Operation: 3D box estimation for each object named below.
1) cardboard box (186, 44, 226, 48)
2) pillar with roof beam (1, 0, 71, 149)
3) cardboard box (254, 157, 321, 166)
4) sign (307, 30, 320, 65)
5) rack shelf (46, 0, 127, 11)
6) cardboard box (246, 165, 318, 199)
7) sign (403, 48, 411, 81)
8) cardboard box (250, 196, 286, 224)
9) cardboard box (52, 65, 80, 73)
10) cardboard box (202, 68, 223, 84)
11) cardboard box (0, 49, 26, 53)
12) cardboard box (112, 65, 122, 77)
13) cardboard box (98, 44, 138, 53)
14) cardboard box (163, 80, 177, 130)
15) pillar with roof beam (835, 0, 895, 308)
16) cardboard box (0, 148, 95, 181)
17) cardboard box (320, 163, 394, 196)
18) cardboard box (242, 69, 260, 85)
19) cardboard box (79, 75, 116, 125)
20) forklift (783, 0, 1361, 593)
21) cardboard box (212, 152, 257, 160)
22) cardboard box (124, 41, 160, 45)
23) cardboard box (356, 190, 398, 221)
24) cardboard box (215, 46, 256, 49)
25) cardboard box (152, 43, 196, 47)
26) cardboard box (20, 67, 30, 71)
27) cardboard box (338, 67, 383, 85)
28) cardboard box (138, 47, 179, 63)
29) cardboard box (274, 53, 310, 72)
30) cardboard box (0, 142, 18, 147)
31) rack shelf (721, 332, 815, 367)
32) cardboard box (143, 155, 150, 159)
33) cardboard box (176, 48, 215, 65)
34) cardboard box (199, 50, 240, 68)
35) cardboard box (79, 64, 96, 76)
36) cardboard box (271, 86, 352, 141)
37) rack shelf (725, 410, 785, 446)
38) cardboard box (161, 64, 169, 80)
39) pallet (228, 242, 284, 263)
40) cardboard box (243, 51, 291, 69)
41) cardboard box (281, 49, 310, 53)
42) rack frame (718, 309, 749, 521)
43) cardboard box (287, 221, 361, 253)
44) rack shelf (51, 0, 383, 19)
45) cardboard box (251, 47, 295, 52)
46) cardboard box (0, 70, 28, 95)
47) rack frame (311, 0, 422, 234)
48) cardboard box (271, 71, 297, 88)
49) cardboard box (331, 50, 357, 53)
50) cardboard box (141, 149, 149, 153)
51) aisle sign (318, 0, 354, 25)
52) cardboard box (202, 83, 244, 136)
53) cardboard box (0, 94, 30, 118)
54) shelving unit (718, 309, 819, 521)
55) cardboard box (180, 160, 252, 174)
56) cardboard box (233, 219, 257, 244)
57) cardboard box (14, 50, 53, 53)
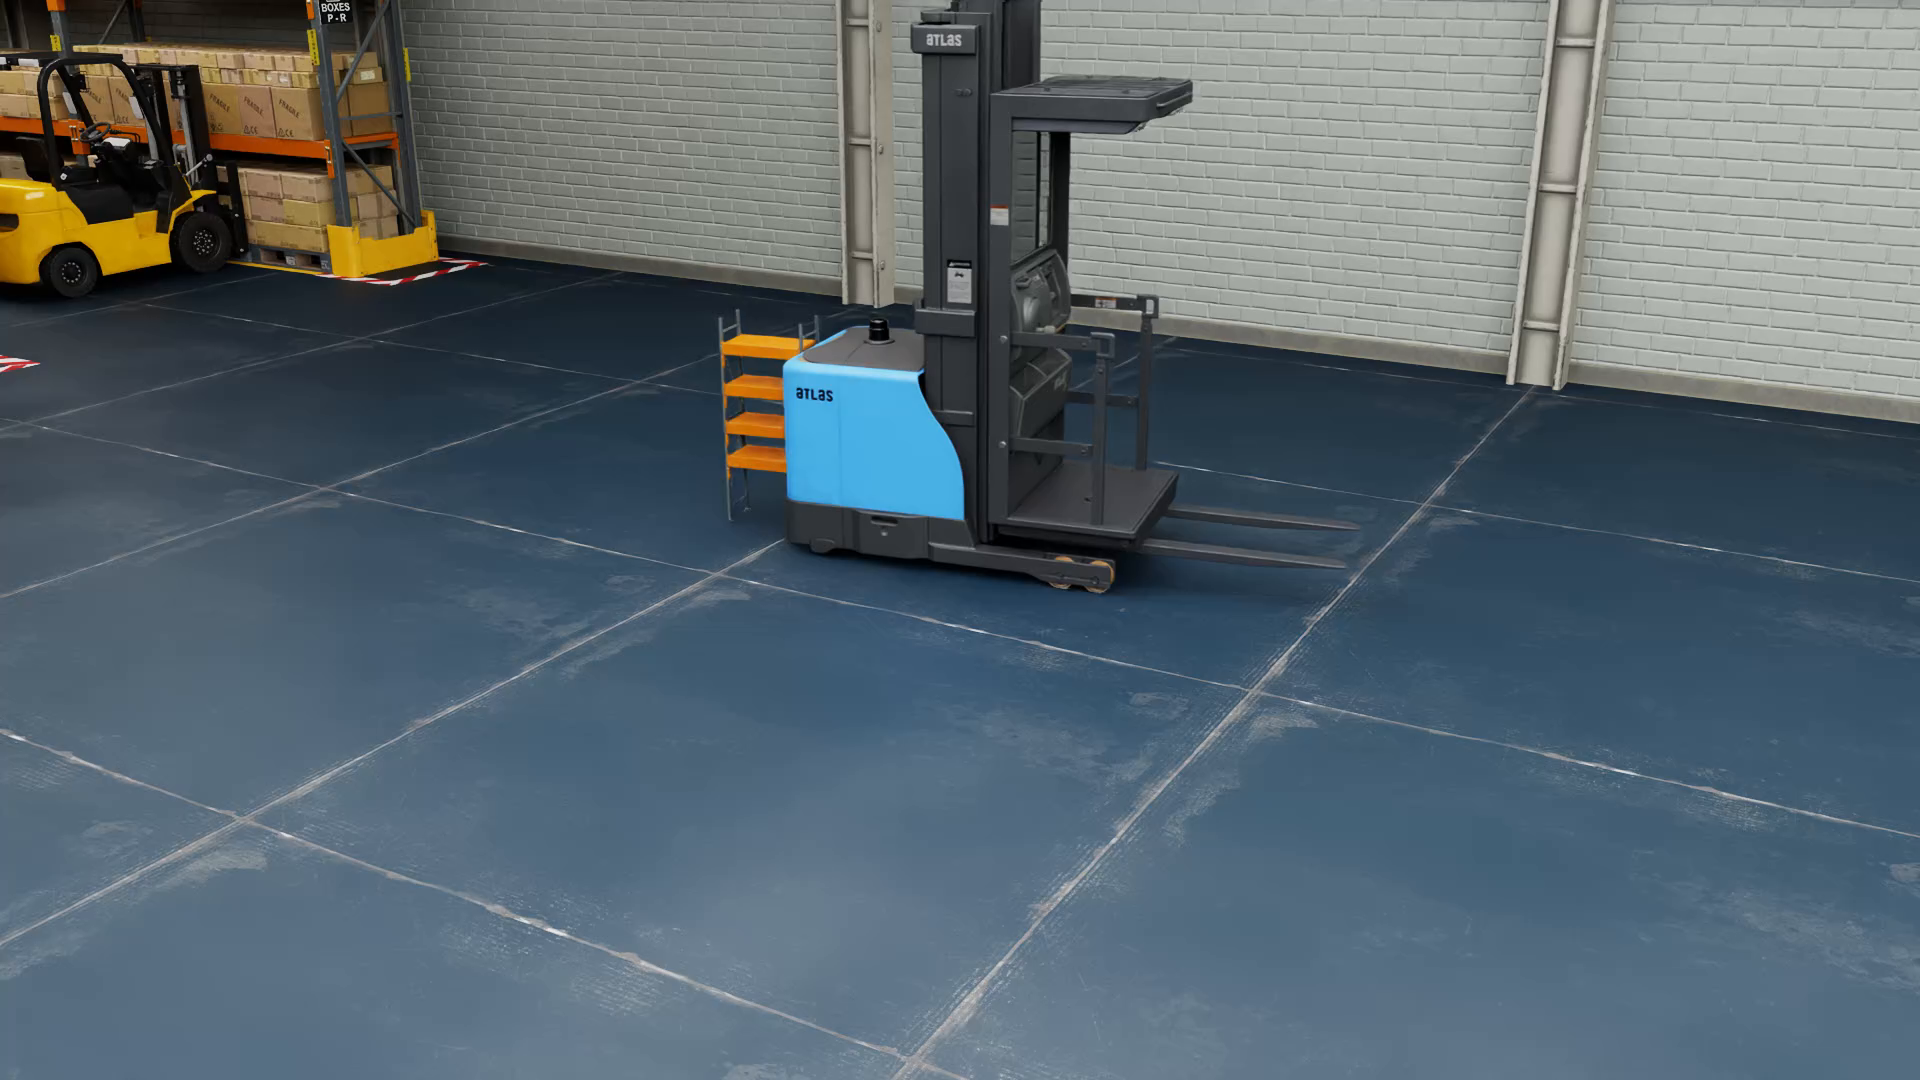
[{"bbox_3d":[-8.077,-5.249,17.902,0.250,0.149,0.380,10,22,26],"label":"cardboard box"},{"bbox_3d":[-13.419,-7.142,15.857,0.400,9.000,9.100,11,23,27],"label":"pillar with roof beam"},{"bbox_3d":[-7.110,-3.901,17.670,0.500,0.250,0.500,11,22,27],"label":"cardboard box"},{"bbox_3d":[-6.190,-4.718,15.927,0.005,0.325,0.100,11,23,27],"label":"sign"},{"bbox_3d":[-11.151,-6.291,18.965,4.000,0.370,1.077,11,23,27],"label":"rack shelf"},{"bbox_3d":[-6.916,-3.663,17.015,0.500,0.250,0.500,11,23,28],"label":"cardboard box"},{"bbox_3d":[-5.637,-4.830,16.895,0.005,0.325,0.100,11,23,27],"label":"sign"},{"bbox_3d":[-6.923,-3.436,17.121,0.500,0.250,0.500,11,22,27],"label":"cardboard box"},{"bbox_3d":[-9.811,-5.229,18.284,0.250,0.149,0.380,12,23,29],"label":"cardboard box"},{"bbox_3d":[-7.484,-4.754,16.973,0.250,0.149,0.380,11,23,28],"label":"cardboard box"},{"bbox_3d":[-11.165,-5.660,19.472,0.250,0.149,0.380,12,23,29],"label":"cardboard box"},{"bbox_3d":[-8.787,-5.029,17.734,0.250,0.149,0.380,11,23,27],"label":"cardboard box"},{"bbox_3d":[-8.990,-5.226,17.838,0.250,0.149,0.380,11,23,28],"label":"cardboard box"},{"bbox_3d":[-8.239,-4.616,17.546,0.500,0.500,0.500,11,22,27],"label":"cardboard box"},{"bbox_3d":[-2.943,-5.146,10.356,0.400,9.000,9.100,11,23,27],"label":"pillar with roof beam"},{"bbox_3d":[-10.540,-4.182,19.363,0.625,0.625,0.875,11,22,27],"label":"cardboard box"},{"bbox_3d":[-6.240,-3.732,17.206,0.500,0.250,0.500,10,22,26],"label":"cardboard box"},{"bbox_3d":[-6.997,-4.687,16.790,0.250,0.149,0.380,11,22,27],"label":"cardboard box"},{"bbox_3d":[-9.145,-4.782,18.003,0.500,0.500,0.500,10,22,26],"label":"cardboard box"},{"bbox_3d":[0.612,-1.306,8.667,3.031,2.935,1.130,7,21,18],"label":"forklift"},{"bbox_3d":[-7.996,-4.069,18.134,0.500,0.250,0.500,11,23,28],"label":"cardboard box"},{"bbox_3d":[-8.979,-5.415,18.361,0.250,0.149,0.380,11,23,27],"label":"cardboard box"},{"bbox_3d":[-6.222,-3.501,17.302,0.500,0.250,0.500,11,23,28],"label":"cardboard box"},{"bbox_3d":[-7.671,-5.141,17.605,0.250,0.149,0.380,12,23,29],"label":"cardboard box"},{"bbox_3d":[-8.542,-5.321,18.101,0.250,0.149,0.380,11,22,27],"label":"cardboard box"},{"bbox_3d":[-10.234,-5.323,18.543,0.250,0.149,0.380,11,23,27],"label":"cardboard box"},{"bbox_3d":[-6.082,-4.707,16.844,0.250,0.149,0.380,10,22,26],"label":"cardboard box"},{"bbox_3d":[-8.358,-5.072,17.415,0.250,0.149,0.380,10,22,26],"label":"cardboard box"},{"bbox_3d":[-6.559,-4.742,16.504,0.250,0.149,0.380,11,23,27],"label":"cardboard box"},{"bbox_3d":[-11.785,-4.419,20.014,0.625,0.625,0.875,12,23,29],"label":"cardboard box"},{"bbox_3d":[-1.070,-1.054,9.359,0.480,0.148,0.258,7,21,18],"label":"rack shelf"},{"bbox_3d":[-8.694,-3.999,17.942,0.500,0.250,0.500,11,23,27],"label":"cardboard box"},{"bbox_3d":[-7.882,-5.010,17.244,0.250,0.149,0.380,11,23,28],"label":"cardboard box"},{"bbox_3d":[-7.491,-4.892,16.919,0.250,0.149,0.380,11,23,28],"label":"cardboard box"},{"bbox_3d":[-9.255,-5.107,17.948,0.250,0.149,0.380,10,22,26],"label":"cardboard box"},{"bbox_3d":[-6.471,-4.272,16.597,0.500,0.500,0.500,10,22,26],"label":"cardboard box"},{"bbox_3d":[-1.070,-0.622,9.516,0.480,0.148,0.258,7,21,18],"label":"rack shelf"},{"bbox_3d":[-8.152,-4.886,17.337,0.250,0.149,0.380,10,22,26],"label":"cardboard box"},{"bbox_3d":[-7.662,-3.228,17.955,1.213,0.211,1.003,11,23,27],"label":"pallet"},{"bbox_3d":[-6.982,-4.841,16.777,0.250,0.149,0.380,11,23,28],"label":"cardboard box"},{"bbox_3d":[-6.760,-4.971,17.137,0.250,0.149,0.380,11,23,28],"label":"cardboard box"},{"bbox_3d":[-1.300,-0.712,9.568,0.015,1.200,0.240,7,21,18],"label":"rack frame"},{"bbox_3d":[-6.477,-3.110,16.957,0.500,0.250,0.500,11,23,28],"label":"cardboard box"},{"bbox_3d":[-7.659,-5.626,17.132,4.000,0.370,1.077,11,23,27],"label":"rack shelf"},{"bbox_3d":[-7.183,-5.081,17.439,0.250,0.149,0.380,10,22,26],"label":"cardboard box"},{"bbox_3d":[-10.411,-5.140,18.623,0.500,0.250,0.500,10,22,26],"label":"cardboard box"},{"bbox_3d":[-5.913,-4.221,16.603,0.127,3.000,1.000,11,23,27],"label":"rack frame"},{"bbox_3d":[-6.590,-4.581,16.498,0.250,0.149,0.380,11,23,28],"label":"cardboard box"},{"bbox_3d":[-6.304,-4.895,16.928,0.250,0.149,0.380,12,23,29],"label":"cardboard box"},{"bbox_3d":[-8.881,-4.237,18.597,0.500,0.250,0.500,11,23,28],"label":"cardboard box"},{"bbox_3d":[-5.999,-5.345,15.889,0.004,0.787,0.394,11,23,27],"label":"aisle sign"},{"bbox_3d":[-7.367,-4.446,17.077,0.500,0.500,0.500,10,22,26],"label":"cardboard box"},{"bbox_3d":[-10.414,-4.904,18.705,0.500,0.250,0.500,11,22,27],"label":"cardboard box"},{"bbox_3d":[-1.070,-0.685,9.493,0.503,1.200,0.258,7,21,18],"label":"shelving unit"},{"bbox_3d":[-7.800,-3.831,17.476,0.500,0.250,0.500,10,22,26],"label":"cardboard box"},{"bbox_3d":[-7.339,-3.282,17.429,0.500,0.250,0.500,11,23,28],"label":"cardboard box"},{"bbox_3d":[-10.694,-5.589,19.275,0.250,0.149,0.380,11,22,27],"label":"cardboard box"}]
